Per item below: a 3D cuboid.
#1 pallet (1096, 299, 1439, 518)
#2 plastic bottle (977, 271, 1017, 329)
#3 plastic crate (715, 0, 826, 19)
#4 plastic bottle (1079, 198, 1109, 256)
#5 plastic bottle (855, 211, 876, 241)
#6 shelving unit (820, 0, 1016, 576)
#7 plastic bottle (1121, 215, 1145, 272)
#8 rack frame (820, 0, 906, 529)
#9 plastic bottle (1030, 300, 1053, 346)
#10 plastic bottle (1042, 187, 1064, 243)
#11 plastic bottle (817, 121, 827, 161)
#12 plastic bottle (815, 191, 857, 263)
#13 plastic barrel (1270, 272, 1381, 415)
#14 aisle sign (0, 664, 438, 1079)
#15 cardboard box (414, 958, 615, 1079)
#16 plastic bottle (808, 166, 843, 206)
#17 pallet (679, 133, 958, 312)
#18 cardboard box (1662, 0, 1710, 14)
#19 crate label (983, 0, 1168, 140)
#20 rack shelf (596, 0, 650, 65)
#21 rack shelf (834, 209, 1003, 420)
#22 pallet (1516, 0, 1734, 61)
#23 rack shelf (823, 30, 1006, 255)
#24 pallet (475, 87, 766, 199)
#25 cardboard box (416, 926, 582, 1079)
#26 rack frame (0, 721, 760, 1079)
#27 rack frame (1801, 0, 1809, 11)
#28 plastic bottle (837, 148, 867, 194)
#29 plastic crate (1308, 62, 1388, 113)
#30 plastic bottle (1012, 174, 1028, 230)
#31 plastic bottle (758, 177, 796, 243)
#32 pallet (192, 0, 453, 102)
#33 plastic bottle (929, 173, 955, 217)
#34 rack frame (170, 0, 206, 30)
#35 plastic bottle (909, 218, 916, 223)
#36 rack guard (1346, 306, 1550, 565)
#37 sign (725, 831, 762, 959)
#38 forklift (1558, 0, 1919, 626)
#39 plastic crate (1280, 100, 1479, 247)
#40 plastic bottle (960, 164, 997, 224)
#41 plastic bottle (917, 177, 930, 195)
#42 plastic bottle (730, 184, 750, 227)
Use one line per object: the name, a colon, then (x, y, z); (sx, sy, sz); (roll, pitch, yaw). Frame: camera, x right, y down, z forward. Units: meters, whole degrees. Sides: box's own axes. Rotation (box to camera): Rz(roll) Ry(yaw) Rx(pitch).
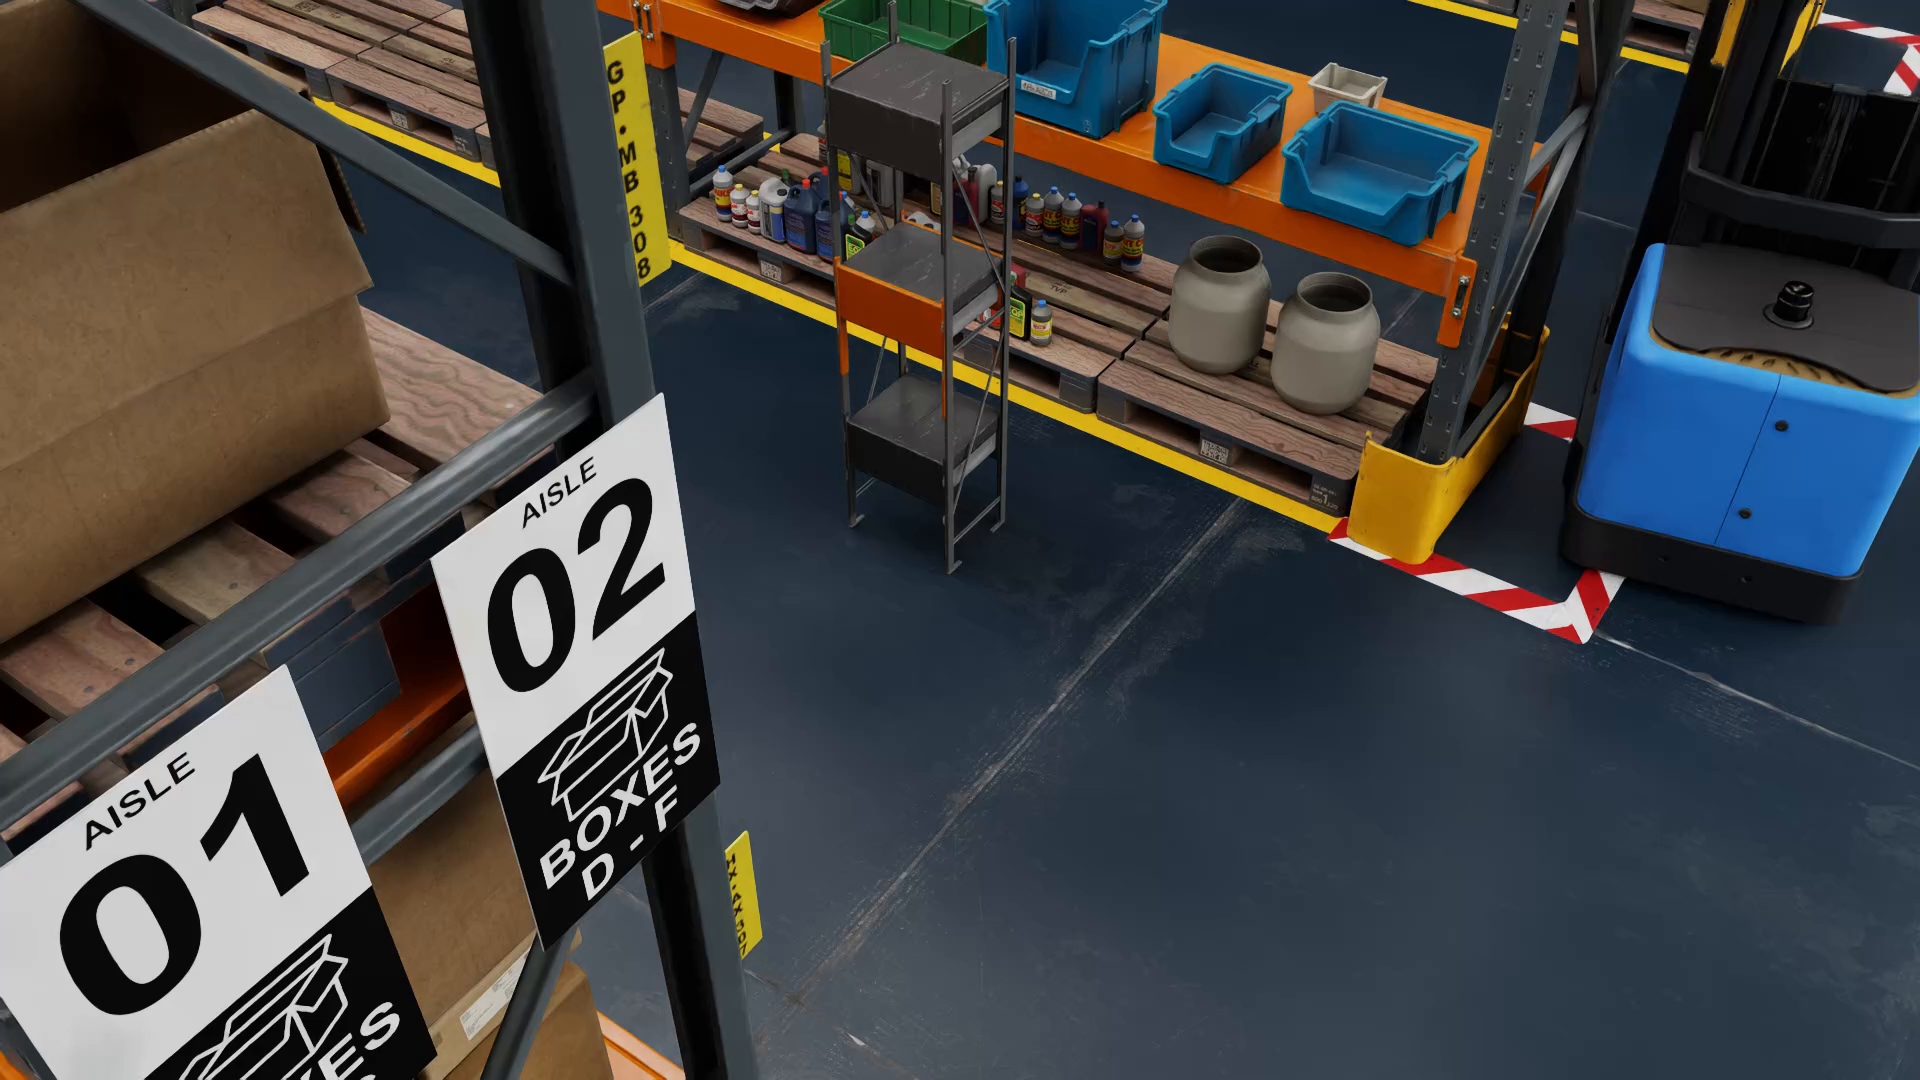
pallet: (1.364, -0.662, 7.331); (1.213, 0.211, 1.003); (25, 48, 25)
plastic bottle: (0.169, -1.108, 7.451); (0.135, 0.276, 0.152); (25, 48, 26)
plastic crate: (-0.804, -2.622, 7.477); (0.504, 0.338, 0.767); (25, 48, 25)
plastic bottle: (0.635, -1.496, 7.879); (0.133, 0.283, 0.061); (26, 48, 26)
plastic bottle: (-0.441, -1.418, 7.802); (0.097, 0.271, 0.097); (0, 42, 0)
shelving unit: (-0.136, -0.846, 6.121); (0.503, 2.100, 0.431); (25, 48, 25)
plastic bottle: (0.809, -1.395, 7.775); (0.097, 0.271, 0.097); (0, 42, 0)
rack frame: (-0.335, -0.939, 6.225); (0.015, 2.100, 0.400); (25, 48, 25)
plastic bottle: (0.360, -0.968, 7.351); (0.097, 0.201, 0.097); (0, 42, 0)
plastic bottle: (0.447, -1.564, 7.965); (0.097, 0.271, 0.097); (0, 42, 0)
plastic bottle: (-0.684, -2.067, 8.579); (0.097, 0.201, 0.097); (0, 42, 0)
plastic bottle: (-0.583, -1.484, 7.815); (0.185, 0.351, 0.144); (23, 47, 24)
plastic barrel: (1.532, -0.823, 6.971); (0.421, 0.512, 0.421); (0, 42, 0)
aisle sign: (-0.847, 0.536, 1.952); (0.004, 0.787, 0.394); (25, 48, 25)
cardboard box: (-1.107, 1.097, 3.200); (0.500, 0.500, 0.700); (25, 48, 25)
plastic bottle: (-0.655, -1.635, 7.984); (0.185, 0.351, 0.144); (25, 48, 25)
pallet: (-0.634, -1.596, 8.375); (1.213, 0.211, 1.003); (25, 48, 25)
cardboard box: (4.457, -3.561, 10.039); (0.500, 0.500, 0.500); (-33, 51, -31)
crate label: (0.453, -1.954, 6.657); (0.616, 0.435, 0.502); (25, 48, 25)
rack shelf: (-2.797, -3.412, 8.854); (4.000, 0.370, 1.077); (25, 48, 25)
rack shelf: (-0.136, -0.836, 6.130); (0.480, 0.518, 0.431); (25, 48, 25)
pallet: (4.252, -3.408, 10.400); (1.213, 0.211, 1.003); (25, 48, 25)
rack shelf: (-0.136, -1.357, 5.663); (0.480, 0.518, 0.431); (25, 48, 25)
pallet: (-1.825, -2.155, 9.000); (1.213, 0.211, 1.003); (25, 48, 25)
cardboard box: (-0.930, 0.773, 3.076); (0.250, 0.149, 0.380); (25, 47, 25)
rack frame: (-0.732, 1.320, 3.026); (0.127, 3.000, 1.000); (25, 48, 25)
rack frame: (4.959, -4.087, 9.068); (0.127, 3.000, 1.000); (25, 48, 25)
plastic bottle: (-0.550, -1.924, 8.307); (0.185, 0.351, 0.144); (25, 48, 25)
plastic crate: (1.567, -1.803, 6.714); (0.250, 0.136, 0.298); (25, 48, 25)
plastic bottle: (0.281, -1.642, 8.052); (0.097, 0.271, 0.097); (0, 42, 0)
plastic bottle: (-0.870, -1.594, 7.994); (0.135, 0.276, 0.152); (27, 48, 27)
pallet: (-3.823, -3.089, 10.044); (1.213, 0.211, 1.003); (25, 48, 25)
plastic bottle: (-0.084, -1.714, 8.124); (0.133, 0.283, 0.061); (25, 48, 25)
rack frame: (-4.435, -4.446, 9.470); (0.127, 3.000, 1.000); (25, 48, 25)
plastic bottle: (-0.235, -1.321, 7.633); (0.185, 0.351, 0.144); (25, 47, 25)
rack guard: (2.026, -0.455, 6.884); (0.348, 0.500, 1.175); (25, 48, 25)
sign: (-0.409, 0.667, 3.047); (0.005, 0.325, 0.100); (25, 48, 25)
forklift: (3.416, -1.759, 6.518); (1.130, 2.935, 3.031); (16, 44, 17)
plastic crate: (1.533, -1.356, 6.128); (0.616, 0.251, 0.499); (25, 48, 25)
plastic bottle: (0.085, -1.713, 8.128); (0.135, 0.276, 0.152); (26, 48, 26)
plastic bottle: (-0.153, -1.864, 8.291); (0.133, 0.283, 0.061); (28, 49, 28)
plastic bottle: (-1.068, -1.636, 8.097); (0.097, 0.201, 0.097); (0, 42, 0)
